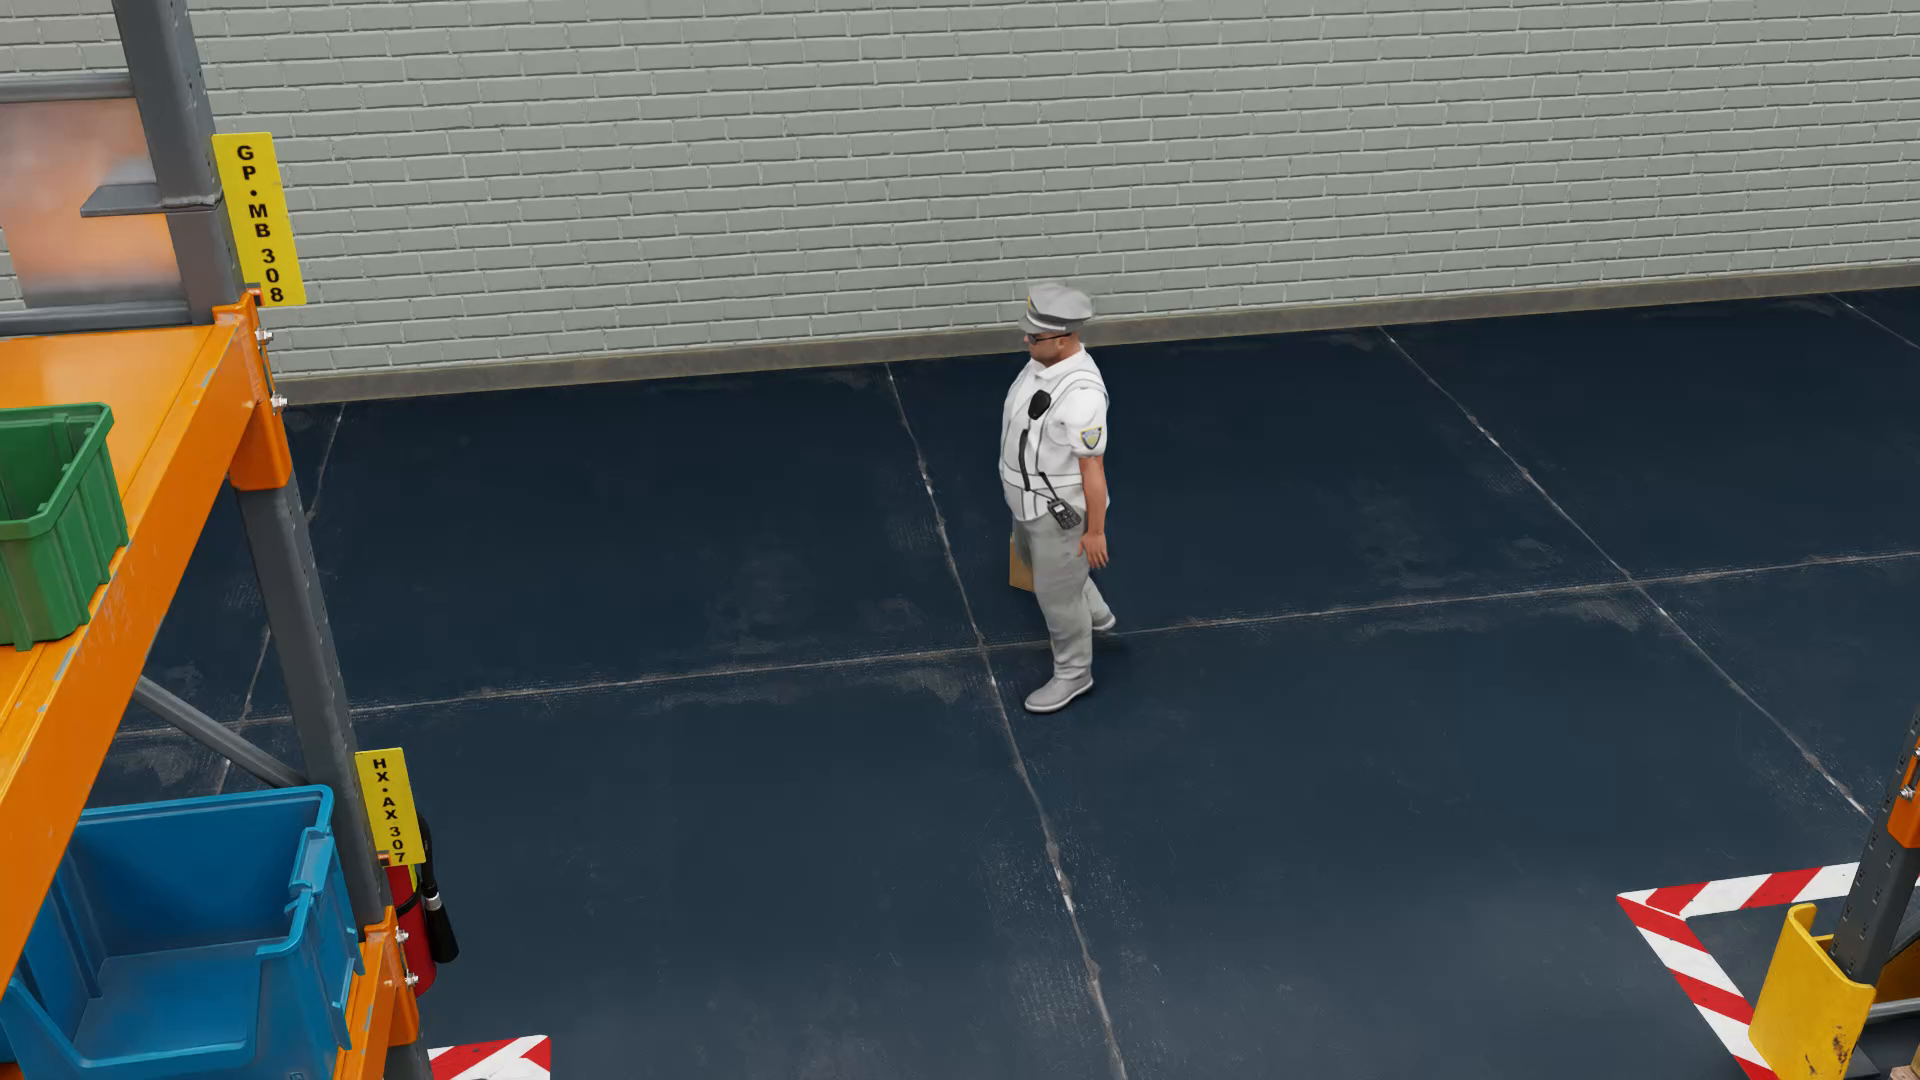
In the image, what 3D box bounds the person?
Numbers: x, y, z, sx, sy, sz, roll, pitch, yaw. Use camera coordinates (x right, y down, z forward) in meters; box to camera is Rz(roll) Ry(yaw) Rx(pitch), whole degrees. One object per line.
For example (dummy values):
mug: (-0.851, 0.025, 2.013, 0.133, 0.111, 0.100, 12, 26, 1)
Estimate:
person: (0.403, -0.200, 6.468, 0.559, 1.733, 0.736, -6, 31, -10)
